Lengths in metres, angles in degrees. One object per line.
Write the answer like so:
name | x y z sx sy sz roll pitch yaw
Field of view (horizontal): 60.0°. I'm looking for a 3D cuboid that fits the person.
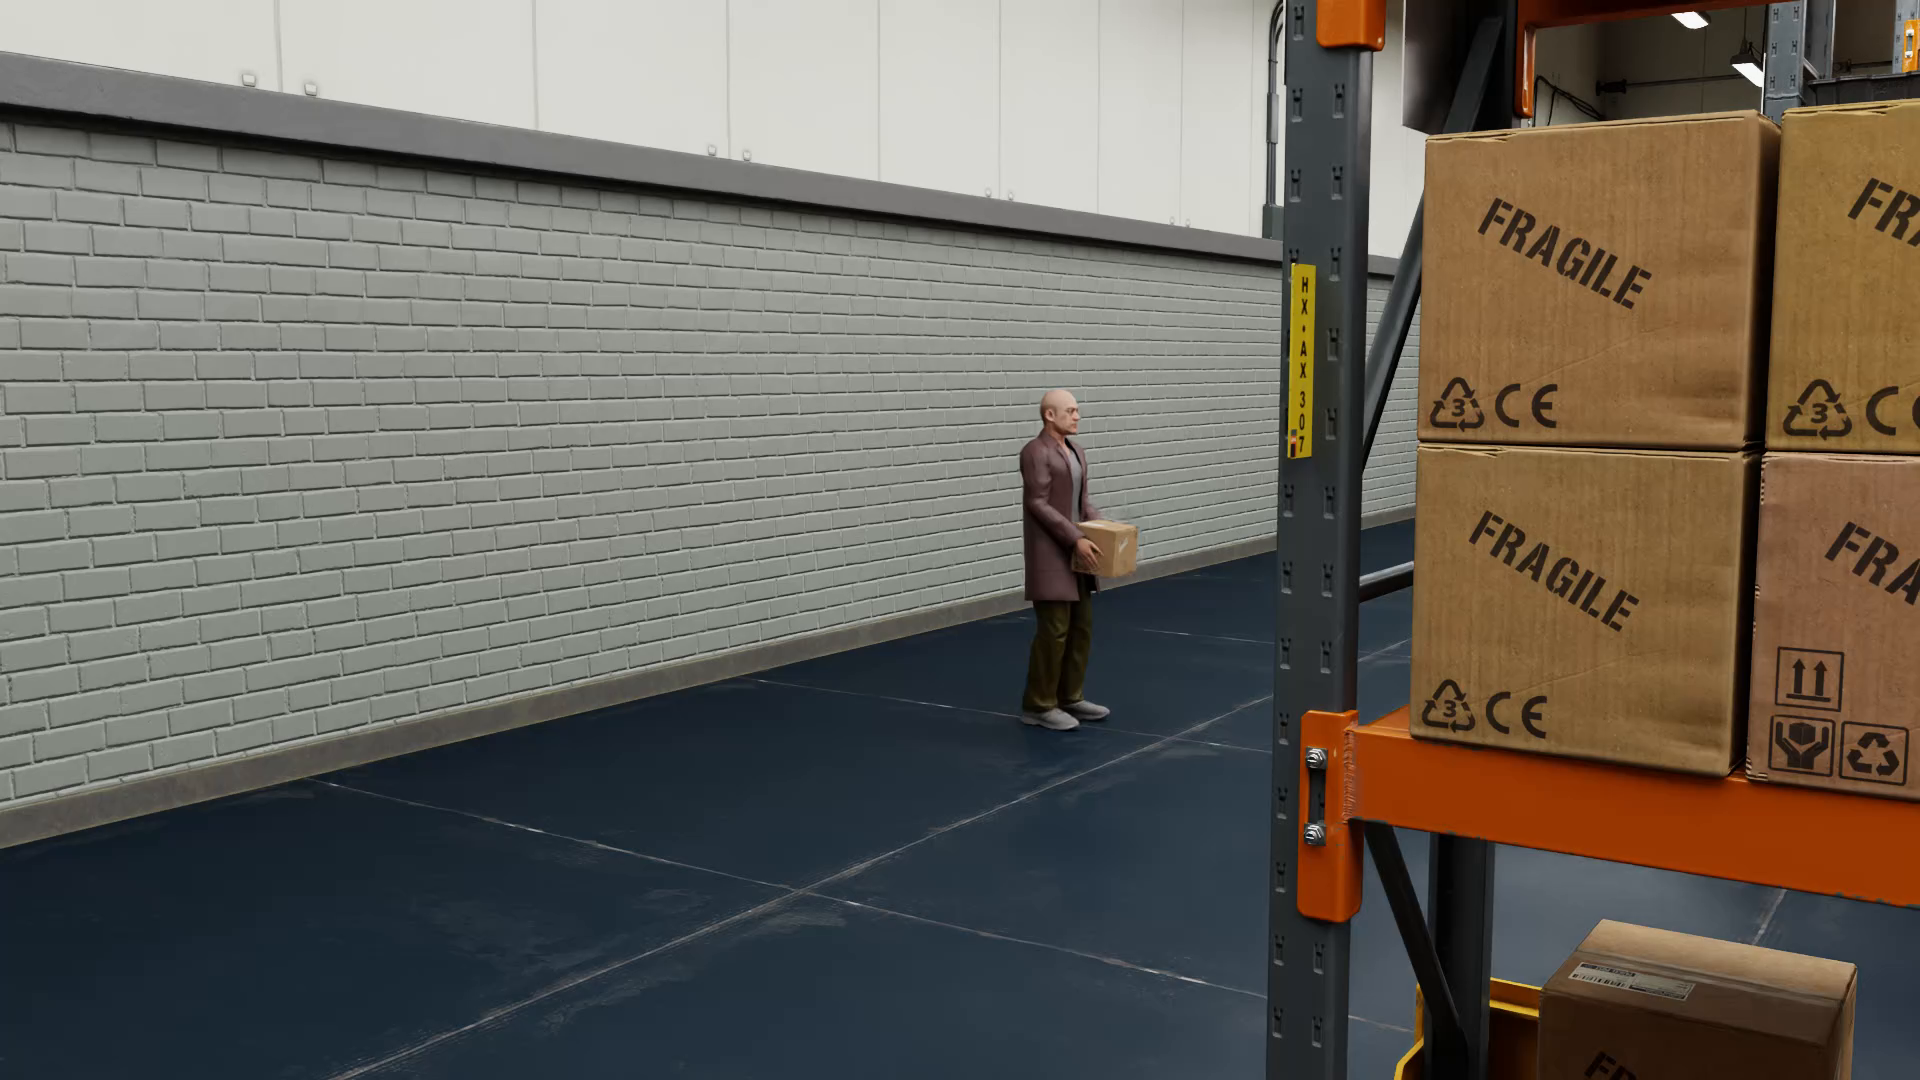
person | 0.557 0.095 8.880 0.420 1.774 0.644 4 7 33
